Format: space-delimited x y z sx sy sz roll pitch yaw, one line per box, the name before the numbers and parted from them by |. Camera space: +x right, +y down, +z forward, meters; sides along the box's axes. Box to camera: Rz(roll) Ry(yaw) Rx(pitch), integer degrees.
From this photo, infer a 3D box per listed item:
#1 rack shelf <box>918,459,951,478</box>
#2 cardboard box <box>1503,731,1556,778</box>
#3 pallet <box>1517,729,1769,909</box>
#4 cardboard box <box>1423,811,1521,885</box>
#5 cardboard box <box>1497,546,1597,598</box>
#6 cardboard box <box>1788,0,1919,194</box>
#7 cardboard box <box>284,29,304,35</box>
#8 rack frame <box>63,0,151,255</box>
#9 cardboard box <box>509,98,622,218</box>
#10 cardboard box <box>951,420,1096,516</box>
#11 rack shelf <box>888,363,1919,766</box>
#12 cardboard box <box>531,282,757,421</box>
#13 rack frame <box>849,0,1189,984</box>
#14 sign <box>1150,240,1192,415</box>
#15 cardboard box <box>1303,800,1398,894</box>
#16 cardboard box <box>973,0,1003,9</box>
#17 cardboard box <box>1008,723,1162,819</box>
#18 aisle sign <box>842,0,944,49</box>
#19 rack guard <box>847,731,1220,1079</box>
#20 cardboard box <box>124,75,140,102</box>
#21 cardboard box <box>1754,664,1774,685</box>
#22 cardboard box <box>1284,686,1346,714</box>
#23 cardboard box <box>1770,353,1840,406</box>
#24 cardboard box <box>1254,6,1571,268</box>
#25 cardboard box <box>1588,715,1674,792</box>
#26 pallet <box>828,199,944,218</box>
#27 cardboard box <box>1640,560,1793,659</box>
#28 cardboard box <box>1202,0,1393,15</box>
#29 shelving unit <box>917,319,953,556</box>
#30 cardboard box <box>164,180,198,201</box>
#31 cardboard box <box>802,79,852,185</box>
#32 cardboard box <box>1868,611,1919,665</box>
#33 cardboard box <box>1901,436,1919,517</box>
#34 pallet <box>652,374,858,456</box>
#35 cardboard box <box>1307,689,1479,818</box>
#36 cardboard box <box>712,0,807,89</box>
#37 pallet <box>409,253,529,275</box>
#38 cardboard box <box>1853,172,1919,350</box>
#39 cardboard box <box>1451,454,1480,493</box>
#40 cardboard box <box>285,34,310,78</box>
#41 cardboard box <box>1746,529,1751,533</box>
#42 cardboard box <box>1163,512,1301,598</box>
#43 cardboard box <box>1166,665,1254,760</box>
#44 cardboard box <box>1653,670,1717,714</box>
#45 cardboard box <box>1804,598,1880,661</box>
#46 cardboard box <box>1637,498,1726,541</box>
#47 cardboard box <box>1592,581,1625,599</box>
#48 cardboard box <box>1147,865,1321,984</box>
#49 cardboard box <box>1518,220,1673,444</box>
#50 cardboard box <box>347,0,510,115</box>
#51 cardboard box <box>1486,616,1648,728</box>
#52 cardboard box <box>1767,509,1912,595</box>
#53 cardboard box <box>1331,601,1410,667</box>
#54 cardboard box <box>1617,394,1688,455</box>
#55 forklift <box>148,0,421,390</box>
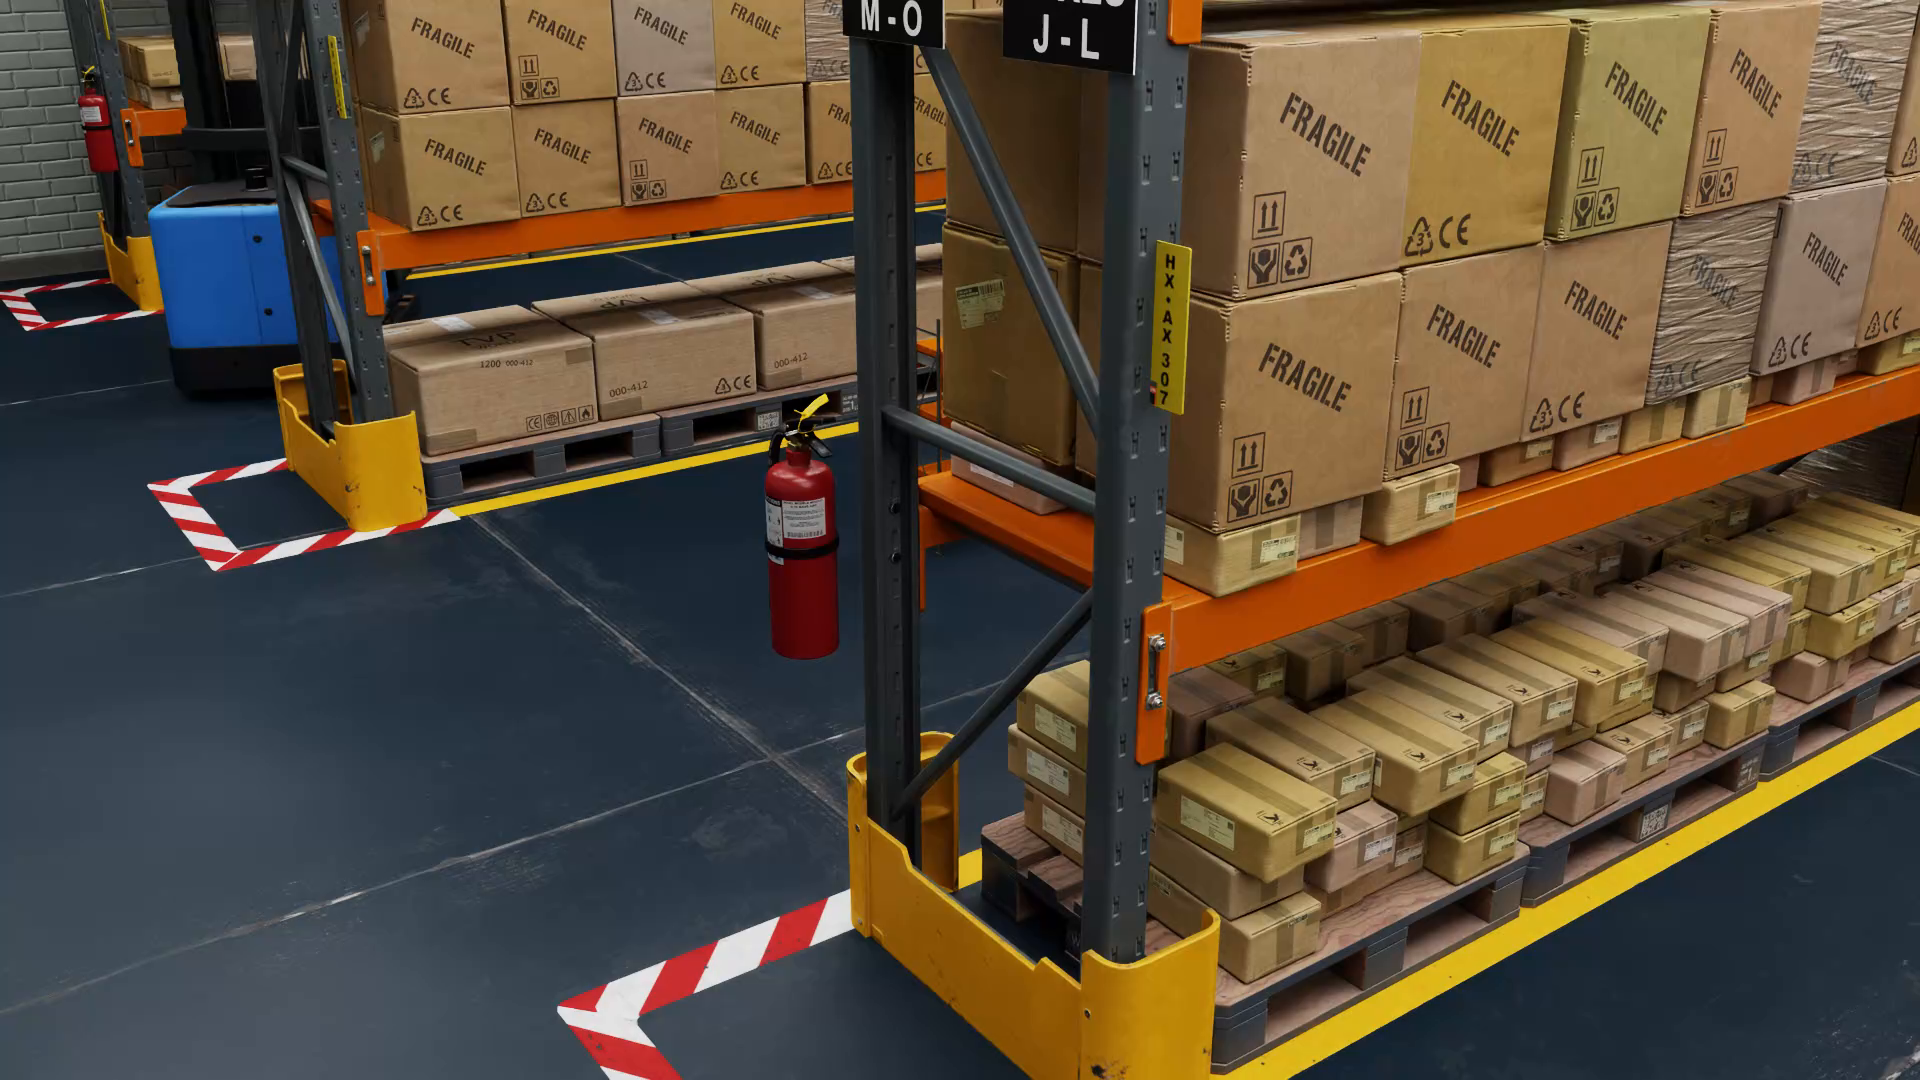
rack shelf | -0.043 -0.208 7.280 0.240 0.259 0.215 -15 26 -33
cardboard box | 1.495 0.555 4.837 0.250 0.149 0.380 -16 27 -35
pallet | 1.817 0.682 5.403 1.213 0.211 1.003 -15 26 -33
cardboard box | 1.332 0.783 4.666 0.250 0.149 0.380 -15 26 -32
cardboard box | 1.871 0.119 5.528 0.250 0.149 0.380 -16 27 -35
cardboard box | 2.269 -1.281 4.673 0.500 0.500 0.500 -14 26 -31
cardboard box | -4.747 -3.594 12.156 0.500 0.250 0.500 -14 26 -31
rack frame | -5.789 -3.129 11.190 0.127 3.000 1.000 -15 26 -33
cardboard box | -1.936 -1.818 7.771 0.500 0.500 0.500 -15 26 -34
cardboard box | 0.185 -0.208 4.209 0.250 0.149 0.380 -15 26 -33
rack shelf | 1.709 -0.268 4.991 4.000 0.370 1.077 -15 26 -33
cardboard box | -1.672 -1.015 8.783 0.875 0.438 0.875 -14 26 -31
rack frame | 0.085 -0.169 3.773 0.127 3.000 1.000 -15 26 -33
sign | 0.403 -0.408 3.203 0.005 0.325 0.100 -15 26 -33
cardboard box | 0.916 0.743 4.365 0.250 0.149 0.380 -15 26 -33
cardboard box | 0.138 -2.828 8.952 0.500 0.500 0.500 -15 26 -33
cardboard box | 0.347 0.622 4.670 0.250 0.149 0.380 -16 27 -34
aisle sign | -0.149 -1.451 3.478 0.004 0.787 0.394 -15 26 -33
rack guard | 0.147 0.975 4.277 0.348 0.500 1.175 -15 26 -33
cardboard box | -5.677 -3.165 11.619 0.250 0.149 0.380 -15 26 -33
cardboard box | 2.492 0.410 5.602 0.250 0.149 0.380 -16 27 -34
cardboard box | 1.046 0.481 5.021 0.250 0.149 0.380 -15 26 -33
cardboard box | 2.413 -0.541 5.045 0.250 0.149 0.380 -16 27 -35
cardboard box | 1.011 -0.947 3.836 0.500 0.500 0.500 -14 26 -31
cardboard box | 1.946 0.604 5.115 0.250 0.149 0.380 -15 26 -33
pallet | -0.913 -3.153 15.012 1.213 0.211 1.003 -15 26 -33
cardboard box | 2.391 0.216 5.286 0.250 0.149 0.380 -16 27 -35
cardboard box | 0.723 -1.102 4.225 0.500 0.500 0.500 -16 27 -35
shelving unit | -0.043 -0.476 7.173 0.252 1.050 0.215 -15 26 -33
cardboard box | -5.238 -2.268 11.835 0.637 0.503 0.797 -16 27 -35
cardboard box | -0.682 -2.145 8.590 0.500 0.500 0.500 -15 26 -34
cardboard box | 3.213 0.282 5.924 0.250 0.149 0.380 -15 26 -32
cardboard box | 4.087 -0.149 6.529 0.500 0.500 0.500 -14 26 -31
pallet | -1.295 -0.800 9.118 1.213 0.211 1.003 -15 26 -33
cardboard box | 1.142 0.561 4.422 0.250 0.149 0.380 -15 26 -33
cardboard box | -1.098 -2.501 8.134 0.500 0.500 0.500 -15 26 -33
pallet | -4.092 -2.286 12.839 1.213 0.211 1.003 -15 26 -33
cardboard box | 2.683 -0.918 5.113 0.500 0.500 0.500 -16 27 -34
cardboard box | 1.102 -0.231 4.267 0.250 0.149 0.380 -14 25 -30
cardboard box | -4.445 -3.434 11.757 0.500 0.250 0.500 -16 26 -34
cardboard box | 2.851 -0.062 6.383 0.250 0.149 0.380 -14 25 -30
cardboard box | 0.540 -0.024 3.748 0.250 0.149 0.380 -15 26 -33
cardboard box | 0.605 0.456 4.684 0.250 0.149 0.380 -14 26 -32
cardboard box | 2.157 0.383 5.268 0.250 0.149 0.380 -16 27 -35
cardboard box | 2.843 0.245 5.613 0.250 0.149 0.380 -16 27 -35
cardboard box | 2.497 -0.059 5.973 0.250 0.149 0.380 -15 26 -34
cardboard box | 2.064 0.194 5.743 0.250 0.149 0.380 -14 25 -30
cardboard box | 0.698 0.943 4.266 0.250 0.149 0.380 -14 26 -32
cardboard box | 1.436 -0.594 4.300 0.500 0.500 0.500 -15 26 -32
cardboard box | -2.331 -2.165 7.292 0.500 0.500 0.500 -16 27 -34
cardboard box | 1.766 0.382 4.870 0.250 0.149 0.380 -14 26 -32
cardboard box | 3.011 0.040 5.725 0.250 0.149 0.380 -15 26 -32
cardboard box | 1.173 0.250 5.201 0.250 0.149 0.380 -14 26 -31
cardboard box | 1.776 -0.377 4.633 0.250 0.149 0.380 -14 26 -31
forklift | -4.116 -2.712 10.237 1.130 2.935 3.031 -3 22 -8
